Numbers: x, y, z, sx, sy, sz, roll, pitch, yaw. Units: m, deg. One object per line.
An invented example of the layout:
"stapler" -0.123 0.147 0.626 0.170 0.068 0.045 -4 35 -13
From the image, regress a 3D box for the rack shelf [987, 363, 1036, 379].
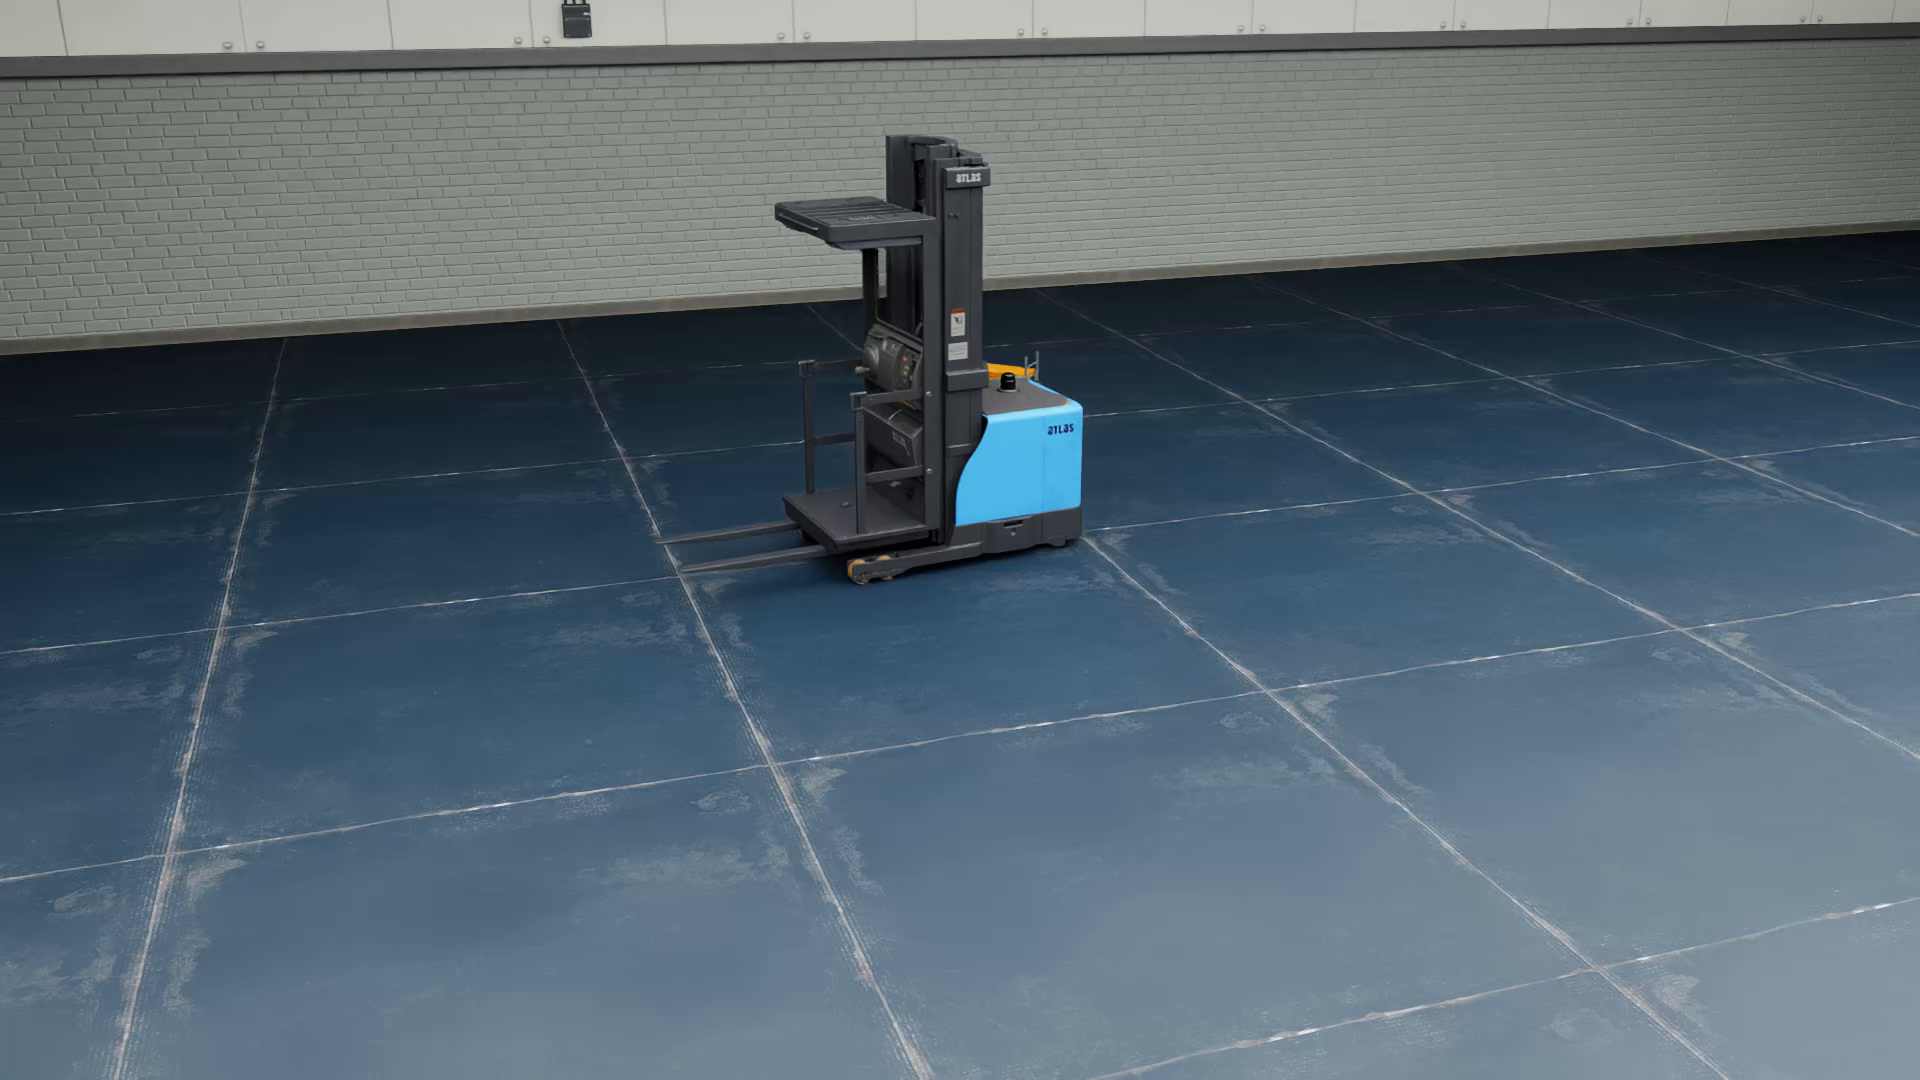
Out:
"rack shelf" 0.334 -1.277 13.031 0.480 0.148 0.258 9 22 24

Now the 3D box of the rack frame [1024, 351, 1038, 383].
"rack frame" 0.556 -0.872 13.067 0.015 1.200 0.240 9 22 24

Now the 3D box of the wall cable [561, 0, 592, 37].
"wall cable" -3.354 -8.603 18.026 2.305 6.003 0.169 -6 21 -17

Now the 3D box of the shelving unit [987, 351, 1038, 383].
"shelving unit" 0.335 -0.908 13.166 0.503 1.200 0.258 9 22 24

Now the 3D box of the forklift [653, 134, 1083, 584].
"forklift" -0.655 -1.278 11.637 3.031 2.935 1.130 -9 22 -24
